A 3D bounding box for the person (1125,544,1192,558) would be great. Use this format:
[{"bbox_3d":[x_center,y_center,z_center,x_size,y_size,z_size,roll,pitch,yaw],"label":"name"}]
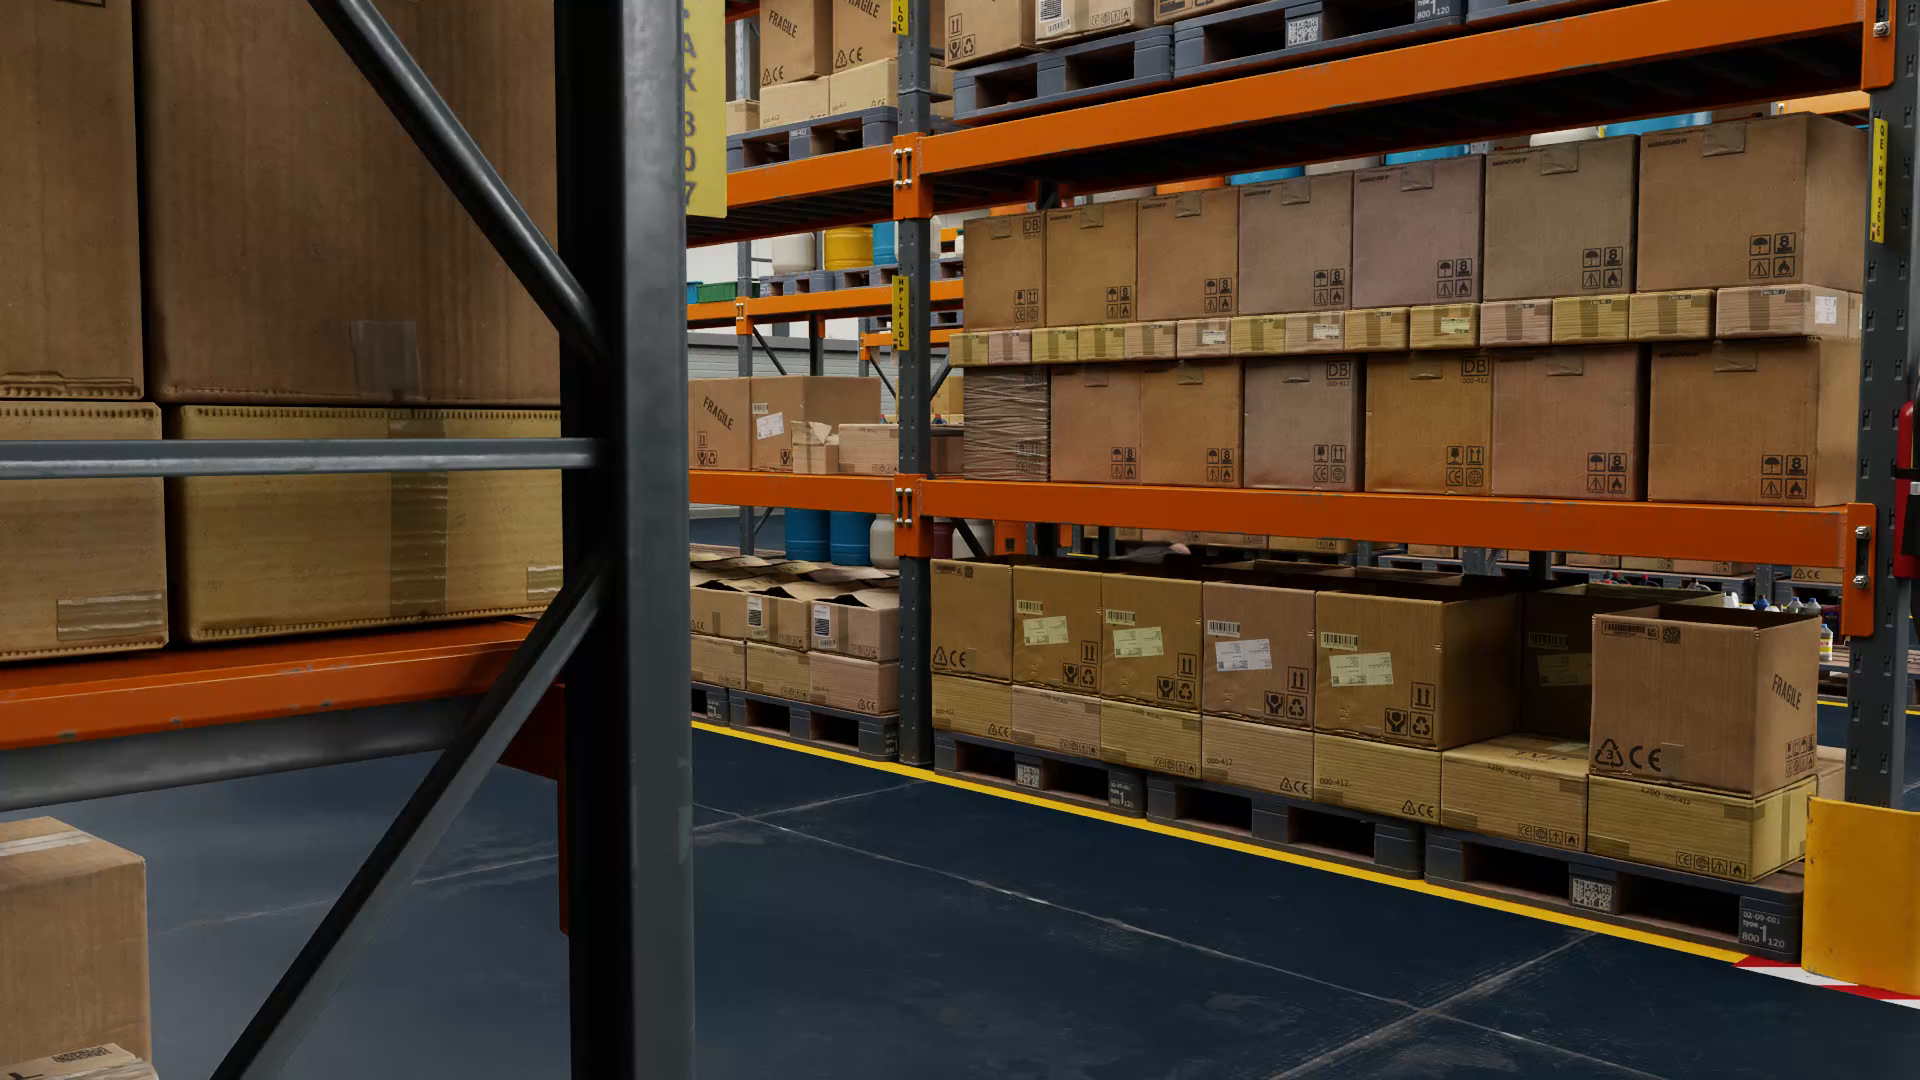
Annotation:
[{"bbox_3d":[1.254,0.454,11.008,0.907,0.825,0.519,-4,5,-44],"label":"person"}]
